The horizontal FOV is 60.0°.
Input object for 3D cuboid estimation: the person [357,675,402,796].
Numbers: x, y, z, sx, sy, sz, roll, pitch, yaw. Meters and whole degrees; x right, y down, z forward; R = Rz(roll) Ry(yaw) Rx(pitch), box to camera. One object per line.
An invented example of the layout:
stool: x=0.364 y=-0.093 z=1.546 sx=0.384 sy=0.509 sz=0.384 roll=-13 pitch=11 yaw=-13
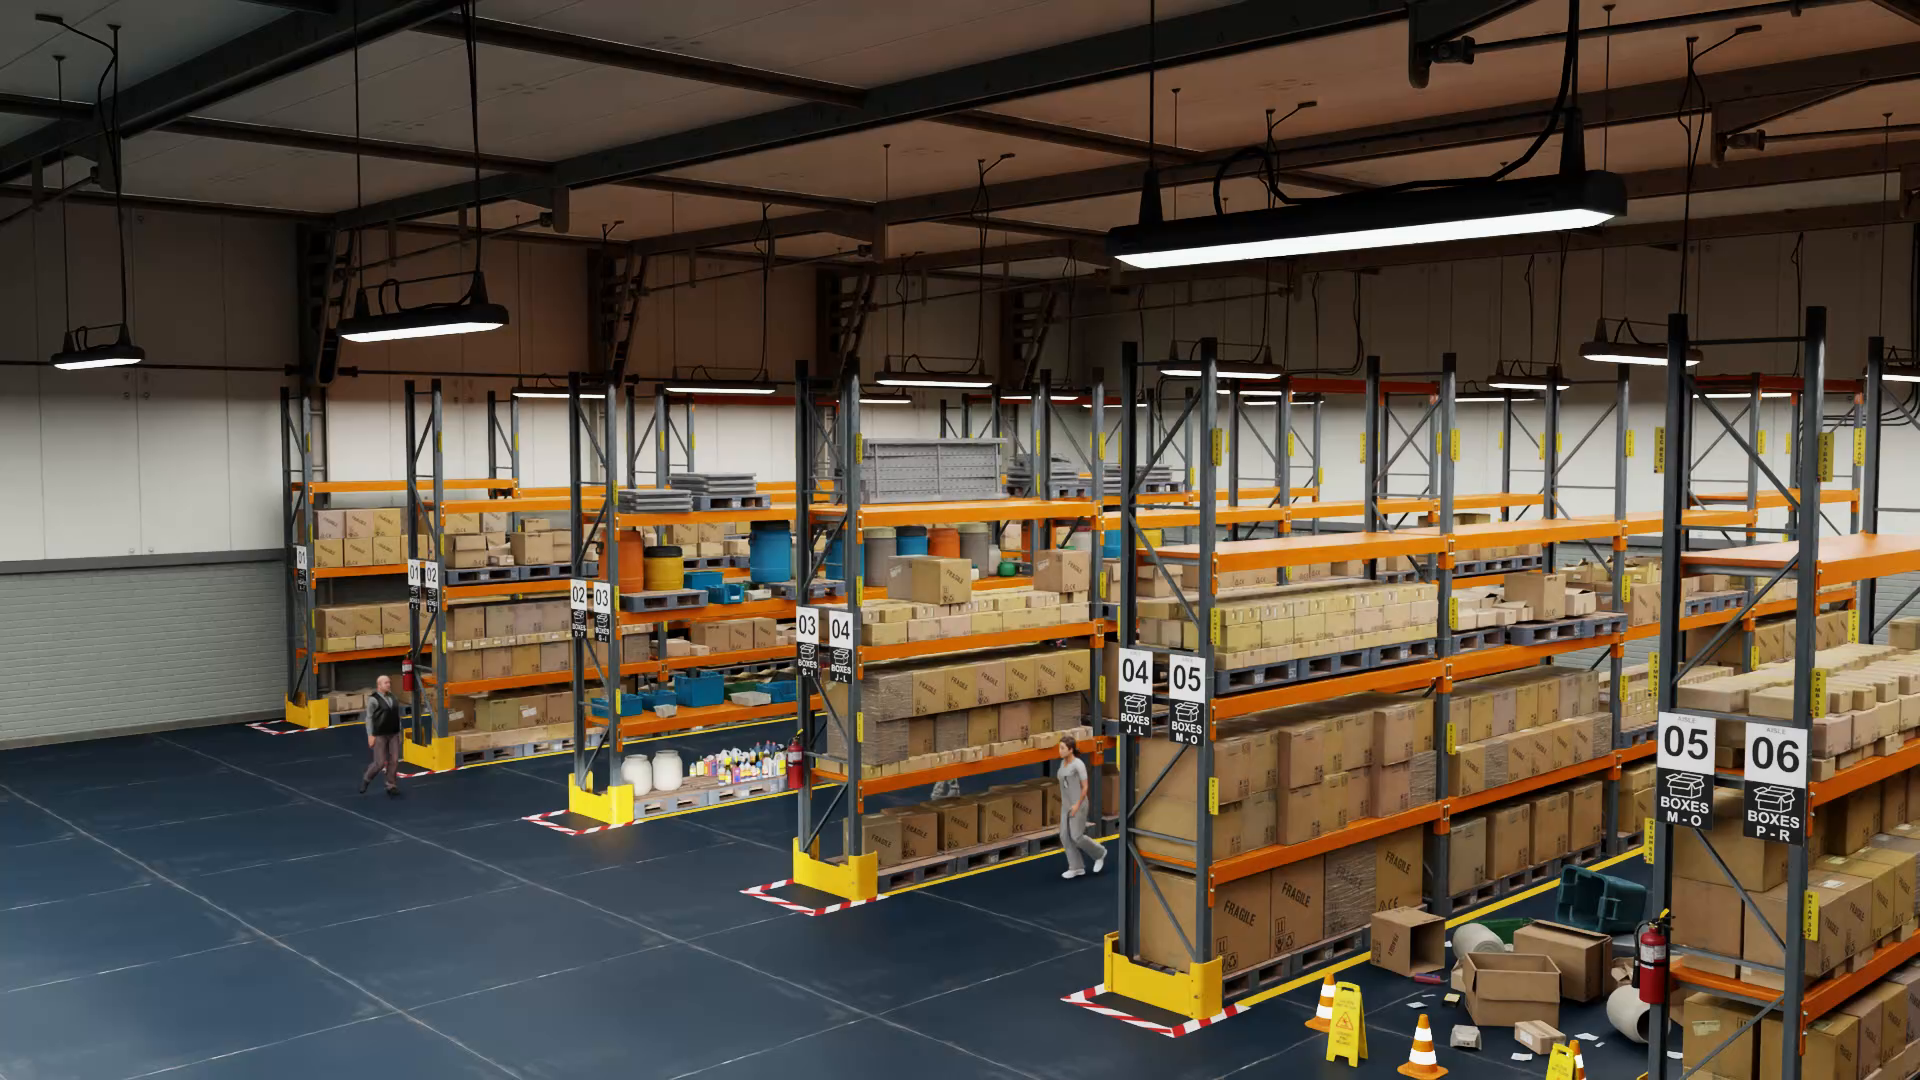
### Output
person: x=-8.225 y=2.781 z=23.689 sx=0.608 sy=1.712 sz=0.555 roll=2 pitch=4 yaw=32

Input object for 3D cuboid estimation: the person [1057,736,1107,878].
person: x=1.425 y=3.107 z=19.454 sx=0.608 sy=1.646 sz=0.501 roll=-2 pitch=4 yaw=-32

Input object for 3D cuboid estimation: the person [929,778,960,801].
person: x=-0.287 y=2.784 z=23.330 sx=0.642 sy=1.788 sz=0.643 roll=-1 pitch=4 yaw=-18
